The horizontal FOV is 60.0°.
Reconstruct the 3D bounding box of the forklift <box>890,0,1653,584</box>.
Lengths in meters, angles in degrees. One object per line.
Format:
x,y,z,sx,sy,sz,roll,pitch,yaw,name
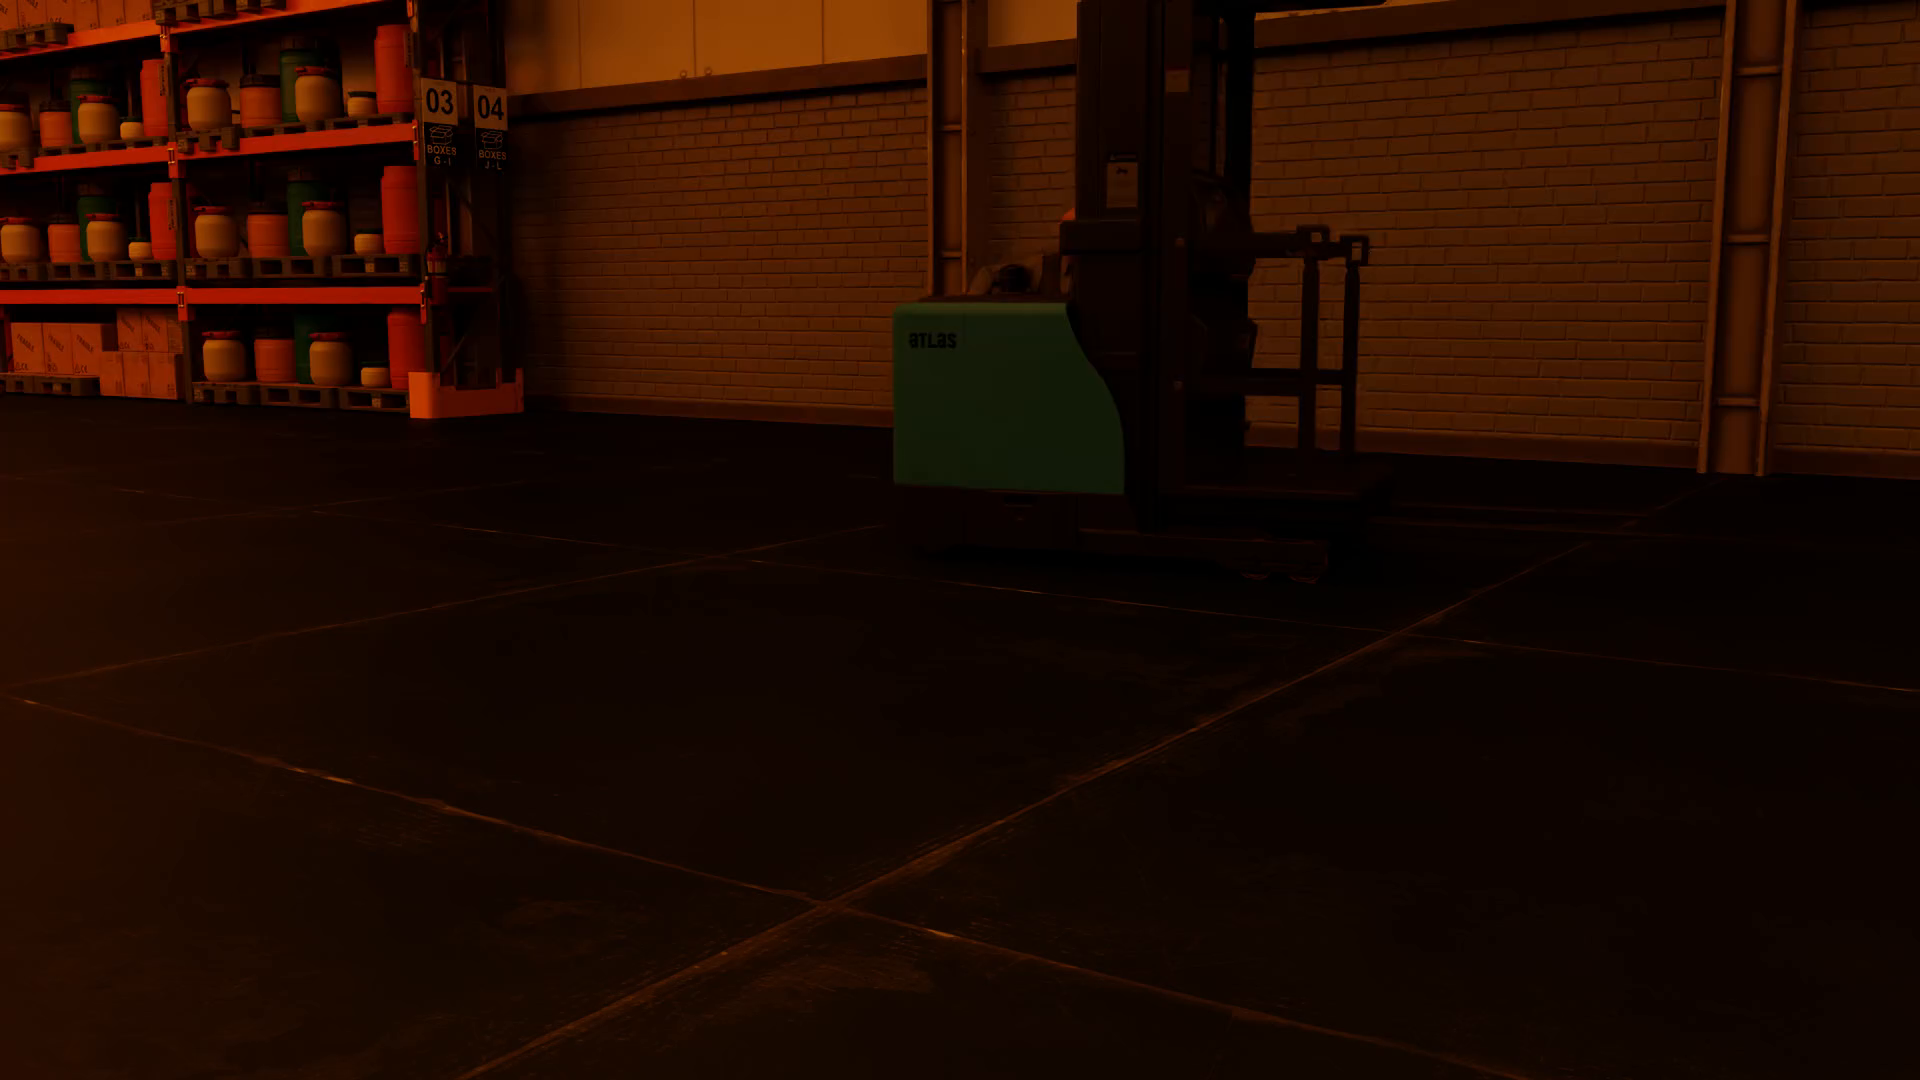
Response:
1.269,-1.367,6.806,3.031,2.935,1.130,3,9,22,forklift

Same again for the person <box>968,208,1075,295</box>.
0.521,-0.846,7.914,1.074,1.464,0.848,1,8,9,person
